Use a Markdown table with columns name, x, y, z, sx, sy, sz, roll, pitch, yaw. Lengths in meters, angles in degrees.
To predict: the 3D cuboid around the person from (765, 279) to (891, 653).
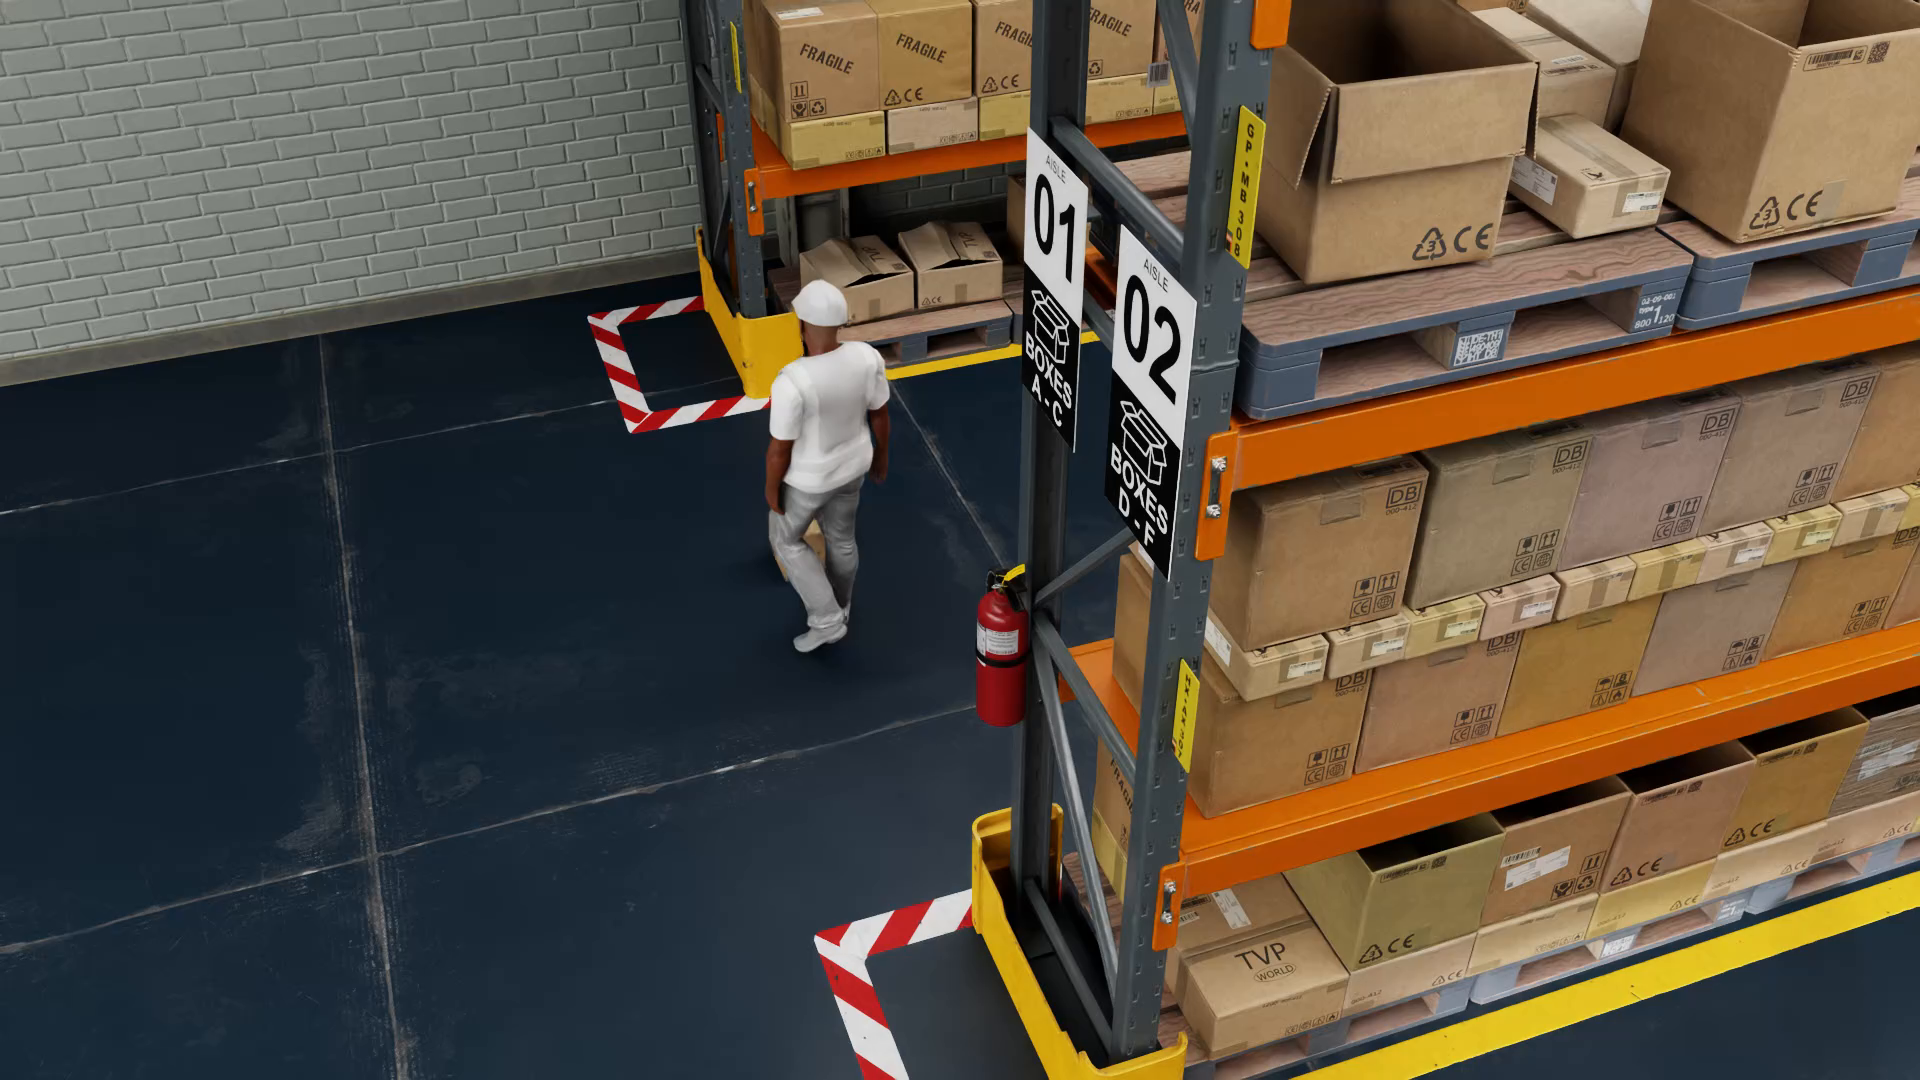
| name | x | y | z | sx | sy | sz | roll | pitch | yaw |
| --- | --- | --- | --- | --- | --- | --- | --- | --- | --- |
| person | -0.588 | -0.314 | 7.163 | 0.587 | 1.776 | 0.498 | -27 | 45 | -31 |
